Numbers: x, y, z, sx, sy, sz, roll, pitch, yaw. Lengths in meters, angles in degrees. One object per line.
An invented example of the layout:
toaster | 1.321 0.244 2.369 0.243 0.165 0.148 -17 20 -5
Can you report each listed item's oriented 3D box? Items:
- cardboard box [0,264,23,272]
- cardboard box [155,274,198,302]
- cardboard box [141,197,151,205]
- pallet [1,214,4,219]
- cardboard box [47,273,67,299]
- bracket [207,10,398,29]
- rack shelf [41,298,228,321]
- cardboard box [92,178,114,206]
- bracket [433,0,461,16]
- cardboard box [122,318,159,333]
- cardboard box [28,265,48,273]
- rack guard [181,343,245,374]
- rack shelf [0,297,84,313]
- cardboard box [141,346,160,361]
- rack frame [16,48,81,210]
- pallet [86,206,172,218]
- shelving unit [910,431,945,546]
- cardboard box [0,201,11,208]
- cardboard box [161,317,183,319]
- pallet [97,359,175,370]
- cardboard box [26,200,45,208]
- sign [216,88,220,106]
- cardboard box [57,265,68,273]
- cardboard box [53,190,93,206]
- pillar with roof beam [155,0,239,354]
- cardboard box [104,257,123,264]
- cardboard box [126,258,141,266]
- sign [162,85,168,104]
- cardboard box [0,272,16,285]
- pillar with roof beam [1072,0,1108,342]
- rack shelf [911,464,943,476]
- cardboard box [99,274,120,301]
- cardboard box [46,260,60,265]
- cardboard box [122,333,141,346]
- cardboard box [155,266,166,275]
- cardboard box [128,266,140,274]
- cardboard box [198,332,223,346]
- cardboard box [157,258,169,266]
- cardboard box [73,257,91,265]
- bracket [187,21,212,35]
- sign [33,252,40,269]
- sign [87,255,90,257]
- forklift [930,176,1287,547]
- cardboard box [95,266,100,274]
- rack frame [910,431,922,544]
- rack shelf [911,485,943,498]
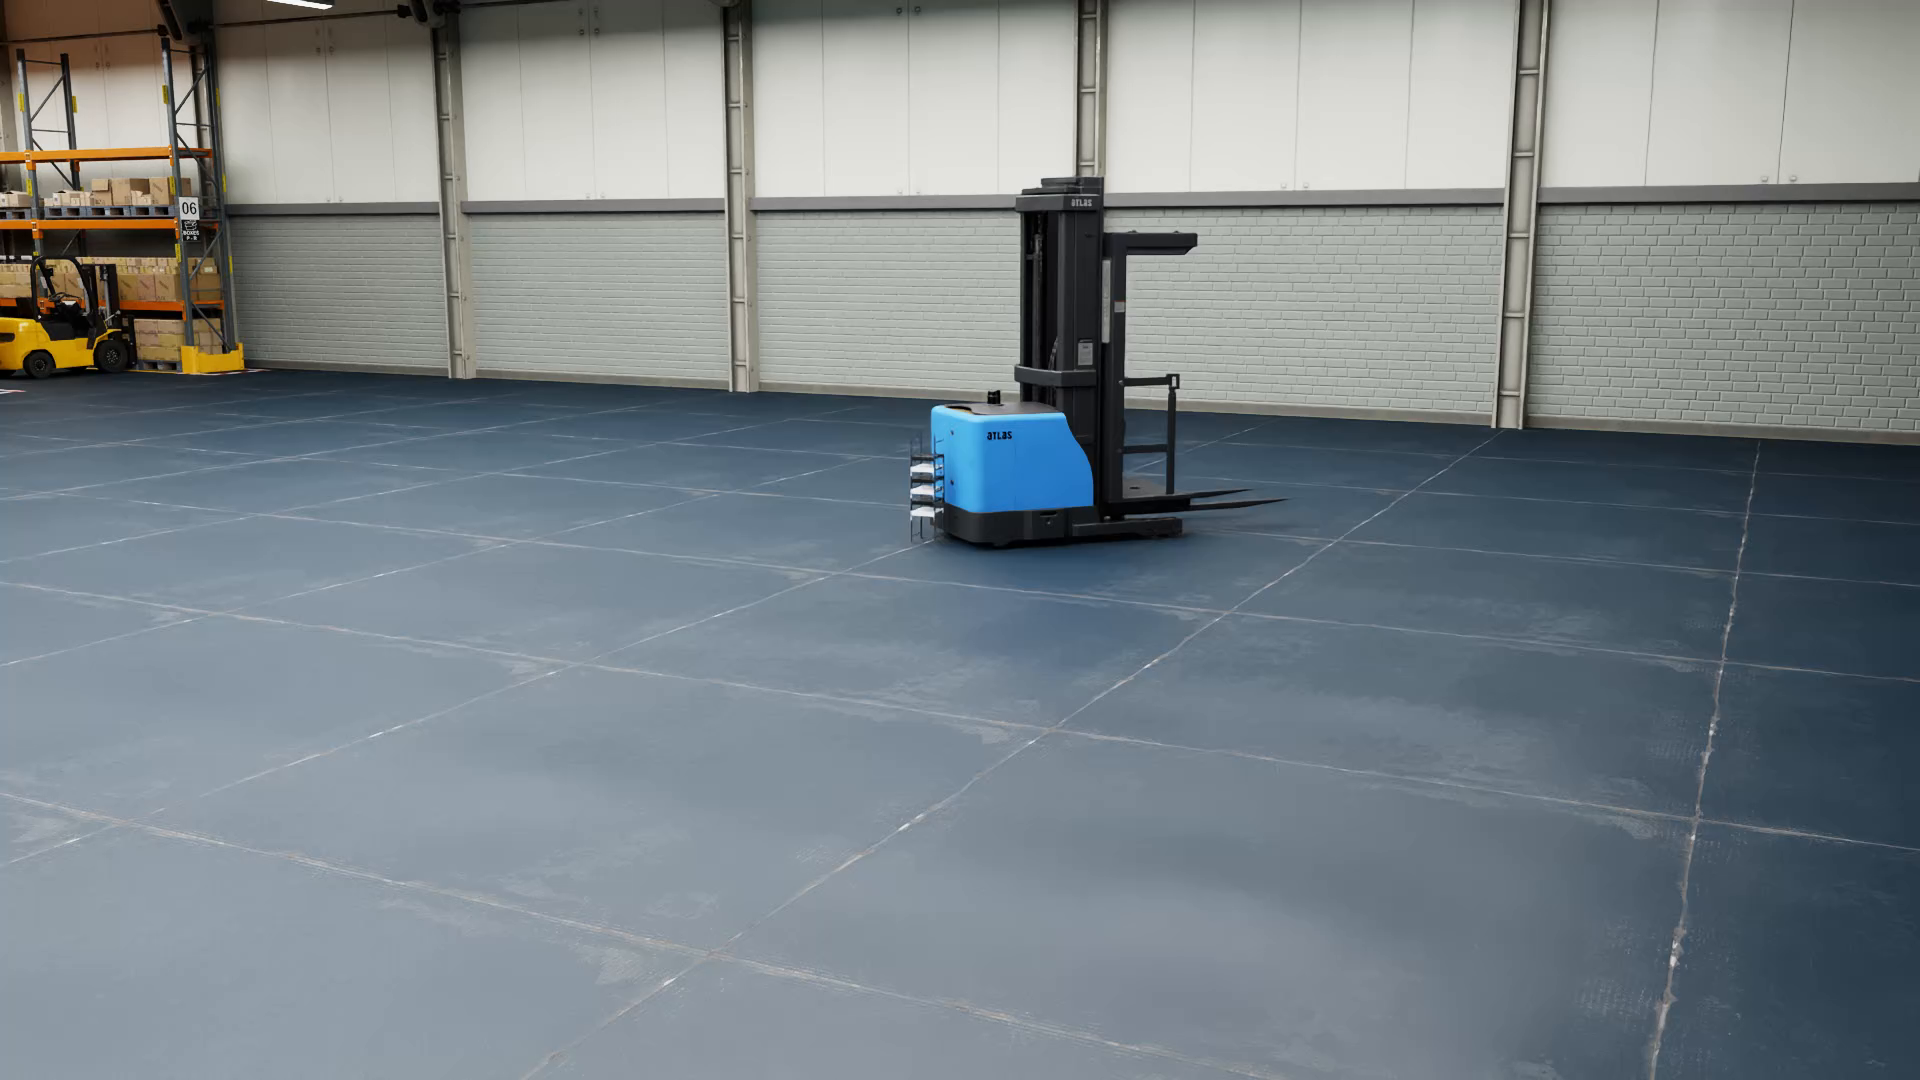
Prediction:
cardboard box | -18.779 -5.375 32.906 0.250 0.149 0.380 5 11 24
cardboard box | -14.614 -4.702 31.005 0.500 0.500 0.500 5 11 25
cardboard box | -14.934 -6.281 30.833 0.250 0.149 0.380 5 11 24
pallet | -19.579 -6.542 33.563 1.213 0.211 1.003 6 12 28
cardboard box | -17.361 -4.943 32.340 0.500 0.500 0.500 5 11 24
bracket | -11.741 -9.284 29.652 4.783 0.066 0.076 5 11 26
rack shelf | -15.850 -4.459 31.966 4.000 0.370 1.077 5 11 26
cardboard box | -15.943 -6.583 31.509 0.637 0.503 0.797 5 12 28
bracket | -8.686 -9.015 28.168 0.430 0.232 0.235 5 11 26
cardboard box | -15.525 -4.065 31.503 0.500 0.250 0.500 5 11 27
cardboard box | -18.048 -5.331 32.659 0.250 0.149 0.380 5 12 28
rack guard | -14.035 -3.424 31.243 0.348 0.500 1.175 5 11 26
rack shelf | -19.437 -4.774 33.707 4.000 0.370 1.077 5 11 26
cardboard box | -15.060 -3.536 31.389 0.500 0.250 0.500 5 11 26
rack frame | -17.644 -7.923 32.238 0.127 3.000 1.000 5 11 26
pallet | -15.777 -6.244 31.632 1.213 0.211 1.003 5 11 26
shelving unit | -0.262 -0.423 13.539 0.210 0.900 0.258 4 11 19
cardboard box | -18.764 -6.617 32.692 0.250 0.149 0.380 5 11 26
cardboard box | -14.854 -4.108 31.740 0.500 0.250 0.500 5 11 26
pallet | -15.851 -3.433 32.108 1.213 0.211 1.003 5 11 26
cardboard box | -18.318 -6.677 33.024 0.250 0.149 0.380 5 11 26
sign | -13.806 -8.233 30.887 0.005 0.325 0.100 5 11 26
cardboard box | -17.241 -5.252 32.224 0.250 0.149 0.380 5 12 27
cardboard box | -17.006 -6.554 31.890 0.500 0.311 0.500 5 12 27
pillar with roof beam | -16.187 -7.119 27.796 0.548 9.000 9.100 5 11 26
cardboard box | -16.067 -5.307 31.695 0.250 0.149 0.380 5 11 26
cardboard box | -15.426 -5.230 31.267 0.250 0.149 0.380 5 12 27
sign | -14.310 -8.021 29.934 0.005 0.325 0.100 5 11 26
cardboard box | -18.662 -5.180 32.947 0.500 0.250 0.500 5 11 24
pillar with roof beam | -0.045 -5.700 19.959 0.400 9.000 9.100 5 11 26
rack shelf | -0.262 -0.567 13.513 0.200 0.077 0.258 4 11 19
cardboard box | -15.991 -4.822 31.671 0.500 0.500 0.500 5 11 26
cardboard box | -17.489 -5.413 32.279 0.250 0.149 0.380 5 12 27
cardboard box | -15.549 -3.822 31.564 0.500 0.250 0.500 5 11 25
cardboard box | -14.734 -5.022 30.953 0.250 0.149 0.380 5 12 27
cardboard box | -15.417 -5.087 31.313 0.250 0.149 0.380 5 11 24
cardboard box | -14.386 -3.825 31.582 0.500 0.250 0.500 5 12 27
cardboard box | -14.706 -5.179 30.988 0.250 0.149 0.380 5 11 26
cardboard box | -16.797 -5.351 31.939 0.250 0.149 0.380 5 12 27
bracket | -14.067 -9.488 30.781 0.430 0.232 0.235 5 11 26
sign | -17.875 -5.414 32.193 0.005 0.325 0.100 5 11 26
sign | -17.400 -5.524 33.179 0.005 0.325 0.100 5 11 26
forklift | 1.313 -1.532 13.963 3.031 2.935 1.130 -4 11 -22
cardboard box | -16.339 -5.167 31.752 0.250 0.149 0.380 5 11 24
rack frame | -0.358 -0.429 13.573 0.006 0.900 0.240 4 11 19
rack shelf | -0.262 -0.390 13.545 0.200 0.077 0.258 4 11 19
